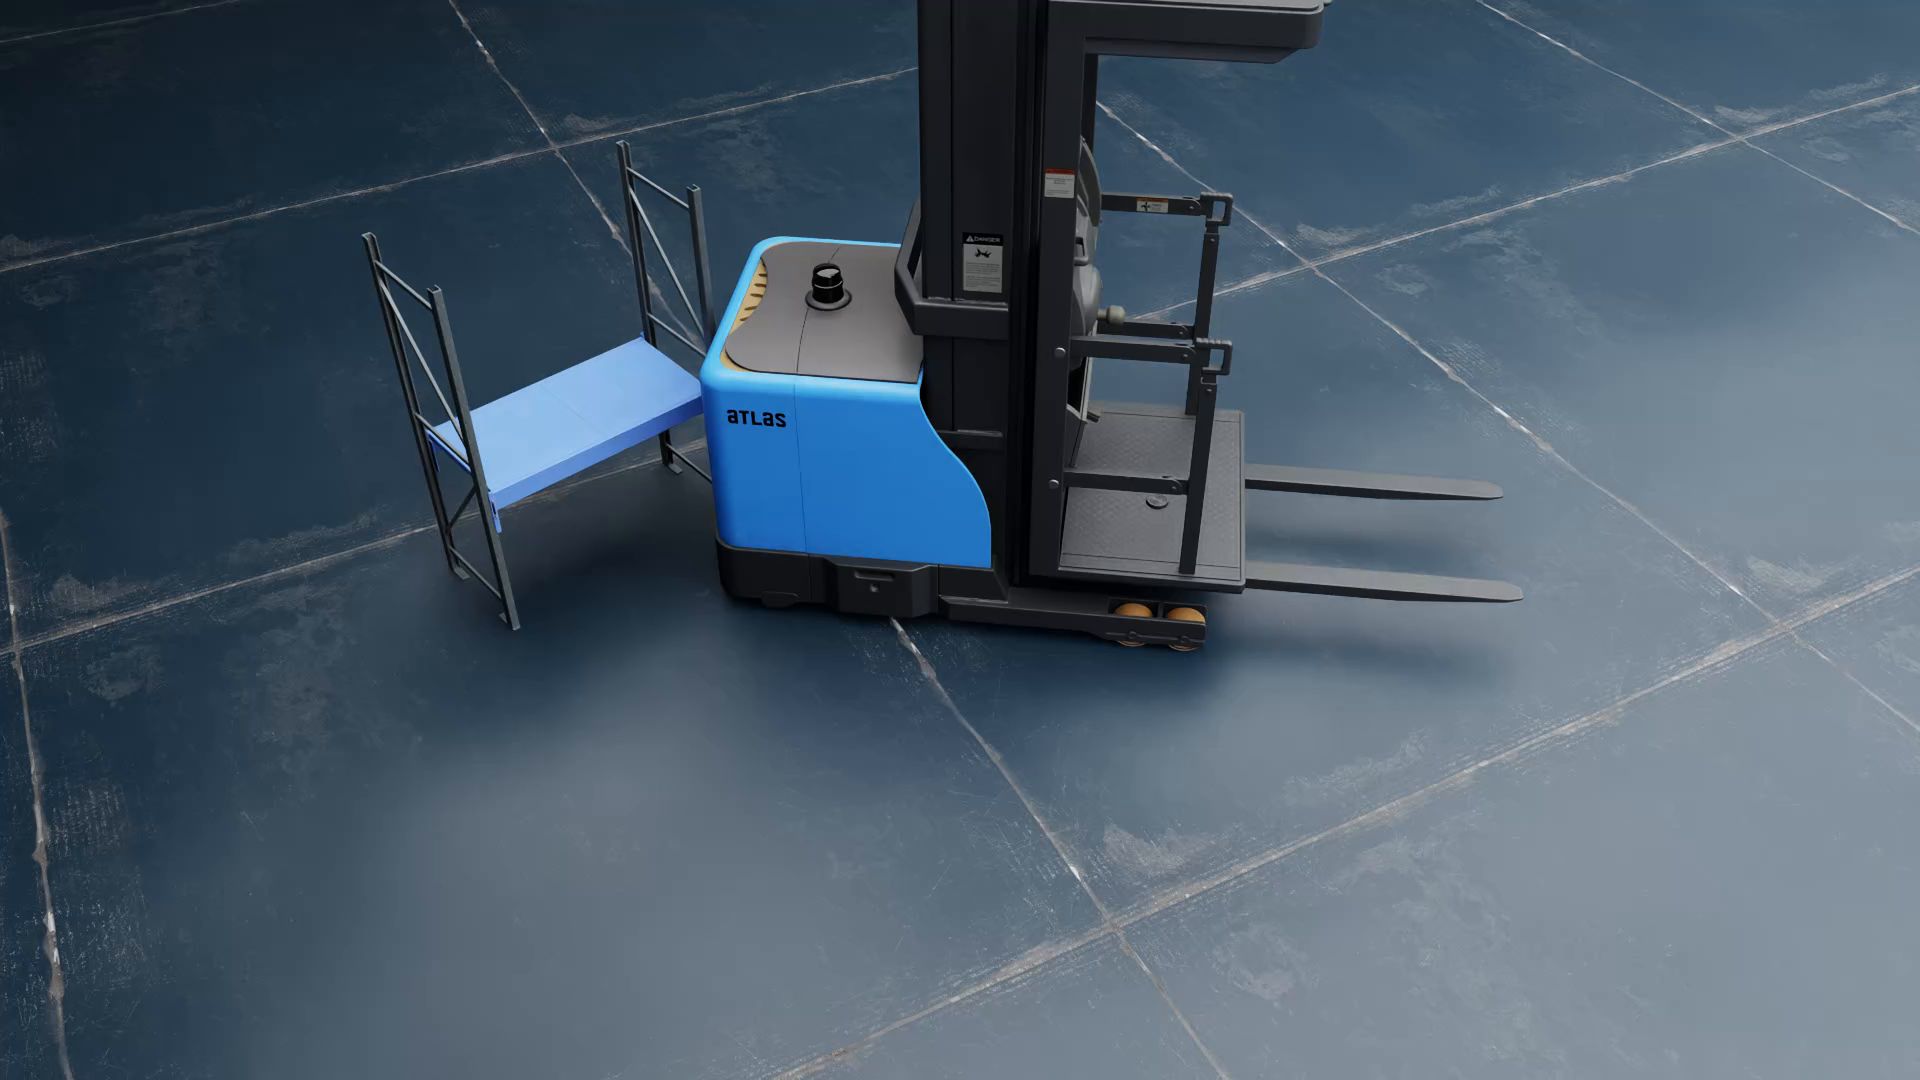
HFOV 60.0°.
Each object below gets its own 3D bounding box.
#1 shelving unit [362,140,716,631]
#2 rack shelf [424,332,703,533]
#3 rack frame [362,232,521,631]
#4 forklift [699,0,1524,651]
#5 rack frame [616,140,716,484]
[{"bbox_3d":[-1.478,-0.570,6.263,1.048,1.500,0.538,-30,49,-31],"label":"shelving unit"},{"bbox_3d":[-1.478,-0.433,6.379,1.000,0.185,0.538,-30,49,-31],"label":"rack shelf"},{"bbox_3d":[-1.857,-0.351,6.004,0.032,1.500,0.500,-30,49,-31],"label":"rack frame"},{"bbox_3d":[0.626,-1.068,5.743,3.031,2.935,1.130,5,40,5],"label":"forklift"},{"bbox_3d":[-1.100,-0.789,6.521,0.032,1.500,0.500,-30,49,-31],"label":"rack frame"}]
